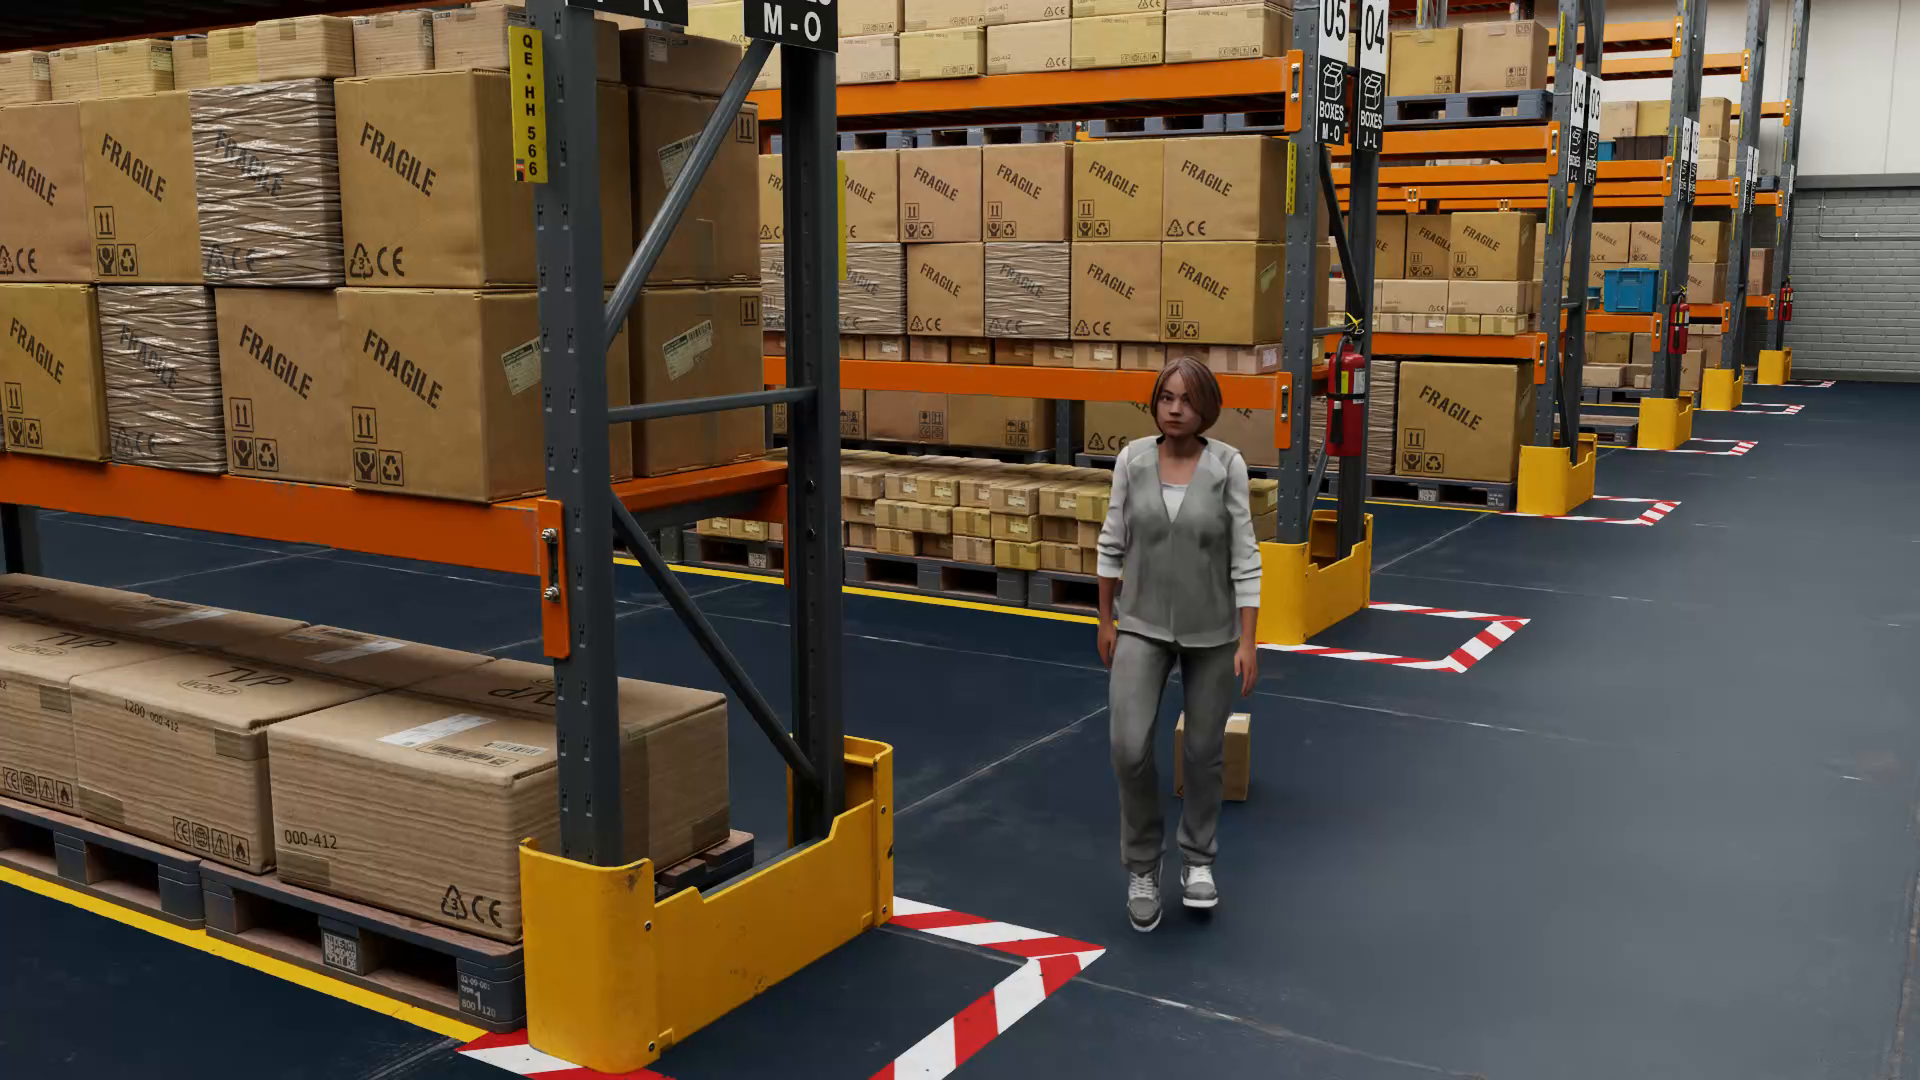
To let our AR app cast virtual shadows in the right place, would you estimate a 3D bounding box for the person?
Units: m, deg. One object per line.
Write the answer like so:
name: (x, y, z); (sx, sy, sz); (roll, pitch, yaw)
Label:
person: (0.607, 0.291, 4.658); (0.466, 1.615, 0.478); (2, 10, 11)
